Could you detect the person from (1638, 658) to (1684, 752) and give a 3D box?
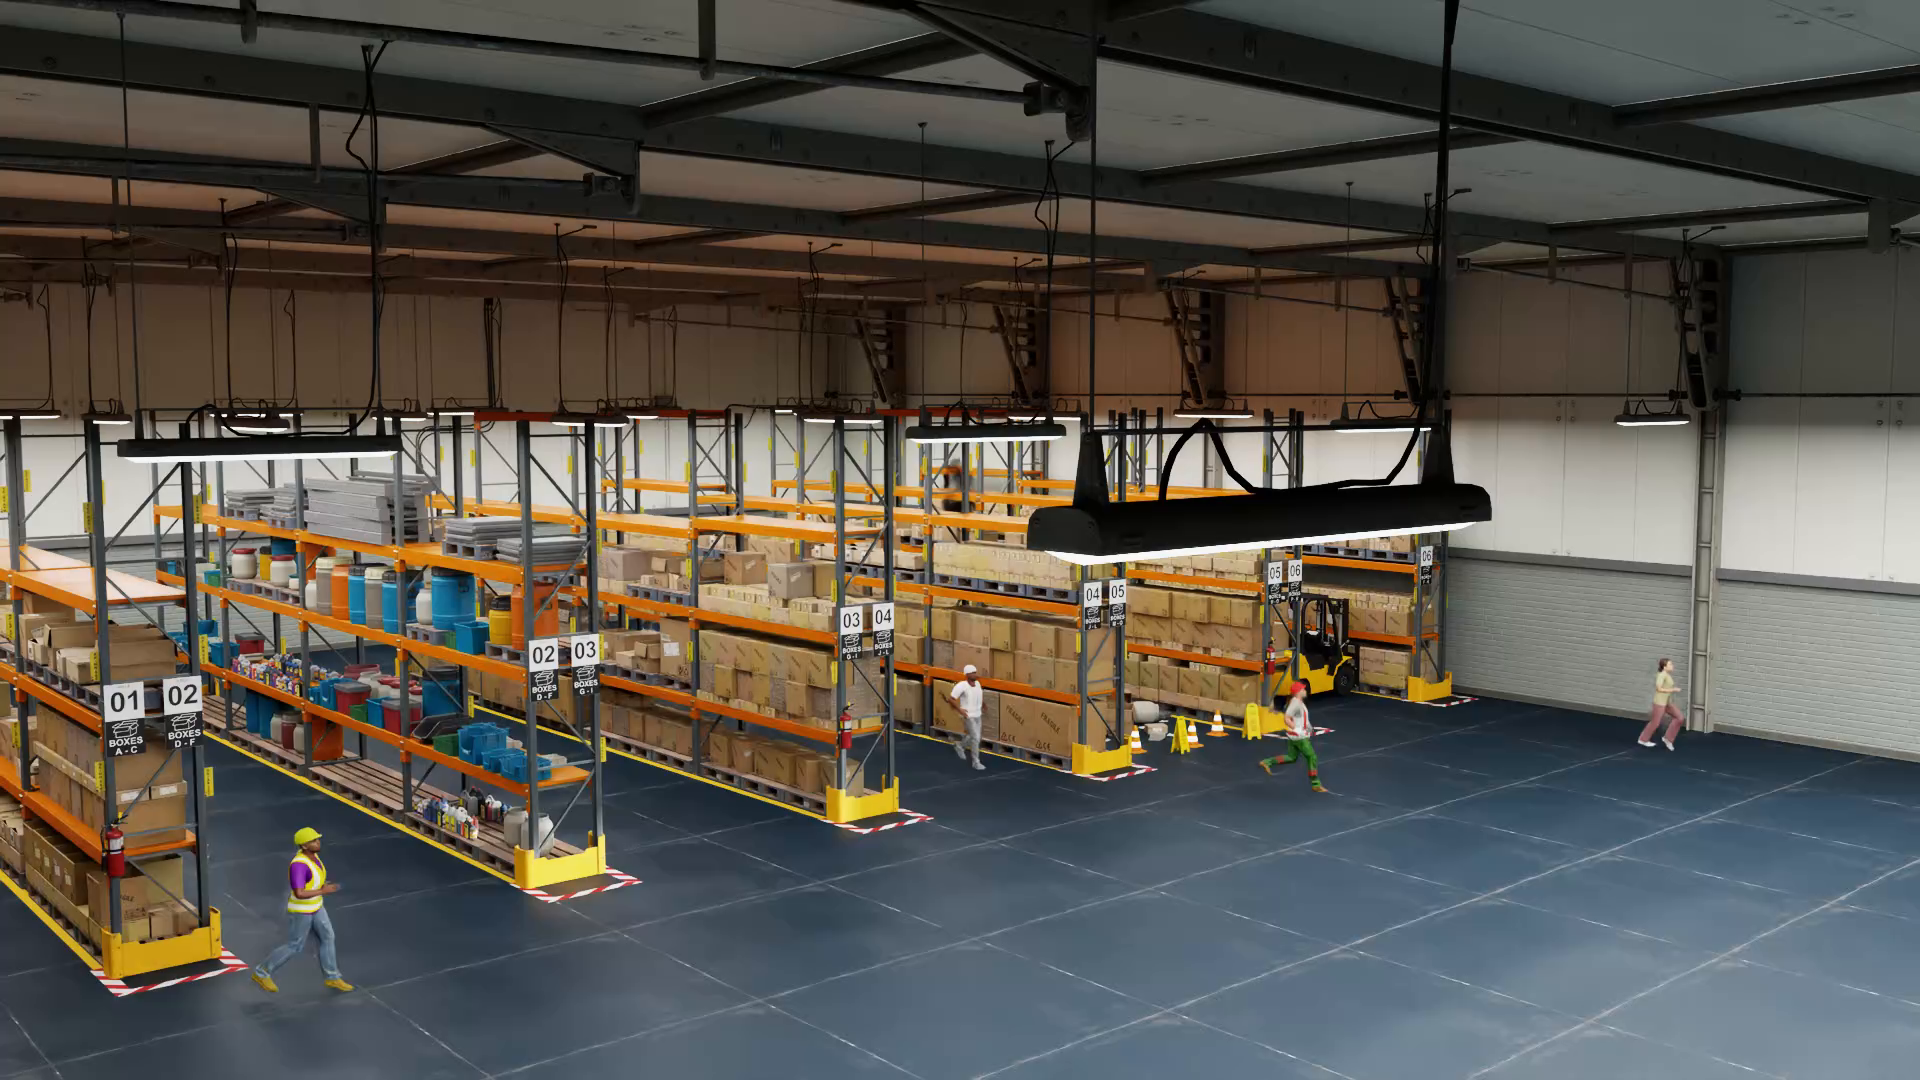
[{"bbox_3d":[12.418,2.920,29.501,0.748,1.677,0.562,4,7,42],"label":"person"}]

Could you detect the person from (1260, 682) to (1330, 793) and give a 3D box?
[{"bbox_3d":[5.347,3.141,26.527,1.104,1.774,0.630,0,5,4],"label":"person"}]

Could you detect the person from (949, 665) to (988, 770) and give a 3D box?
[{"bbox_3d":[0.145,2.984,28.199,0.777,1.754,0.707,4,7,40],"label":"person"}]

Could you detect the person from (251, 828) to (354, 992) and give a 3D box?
[{"bbox_3d":[-6.931,3.909,17.513,0.980,1.794,0.711,0,5,-5],"label":"person"}]

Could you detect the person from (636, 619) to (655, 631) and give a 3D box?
[{"bbox_3d":[-7.836,1.873,41.517,0.586,1.683,0.645,2,5,20],"label":"person"}]
